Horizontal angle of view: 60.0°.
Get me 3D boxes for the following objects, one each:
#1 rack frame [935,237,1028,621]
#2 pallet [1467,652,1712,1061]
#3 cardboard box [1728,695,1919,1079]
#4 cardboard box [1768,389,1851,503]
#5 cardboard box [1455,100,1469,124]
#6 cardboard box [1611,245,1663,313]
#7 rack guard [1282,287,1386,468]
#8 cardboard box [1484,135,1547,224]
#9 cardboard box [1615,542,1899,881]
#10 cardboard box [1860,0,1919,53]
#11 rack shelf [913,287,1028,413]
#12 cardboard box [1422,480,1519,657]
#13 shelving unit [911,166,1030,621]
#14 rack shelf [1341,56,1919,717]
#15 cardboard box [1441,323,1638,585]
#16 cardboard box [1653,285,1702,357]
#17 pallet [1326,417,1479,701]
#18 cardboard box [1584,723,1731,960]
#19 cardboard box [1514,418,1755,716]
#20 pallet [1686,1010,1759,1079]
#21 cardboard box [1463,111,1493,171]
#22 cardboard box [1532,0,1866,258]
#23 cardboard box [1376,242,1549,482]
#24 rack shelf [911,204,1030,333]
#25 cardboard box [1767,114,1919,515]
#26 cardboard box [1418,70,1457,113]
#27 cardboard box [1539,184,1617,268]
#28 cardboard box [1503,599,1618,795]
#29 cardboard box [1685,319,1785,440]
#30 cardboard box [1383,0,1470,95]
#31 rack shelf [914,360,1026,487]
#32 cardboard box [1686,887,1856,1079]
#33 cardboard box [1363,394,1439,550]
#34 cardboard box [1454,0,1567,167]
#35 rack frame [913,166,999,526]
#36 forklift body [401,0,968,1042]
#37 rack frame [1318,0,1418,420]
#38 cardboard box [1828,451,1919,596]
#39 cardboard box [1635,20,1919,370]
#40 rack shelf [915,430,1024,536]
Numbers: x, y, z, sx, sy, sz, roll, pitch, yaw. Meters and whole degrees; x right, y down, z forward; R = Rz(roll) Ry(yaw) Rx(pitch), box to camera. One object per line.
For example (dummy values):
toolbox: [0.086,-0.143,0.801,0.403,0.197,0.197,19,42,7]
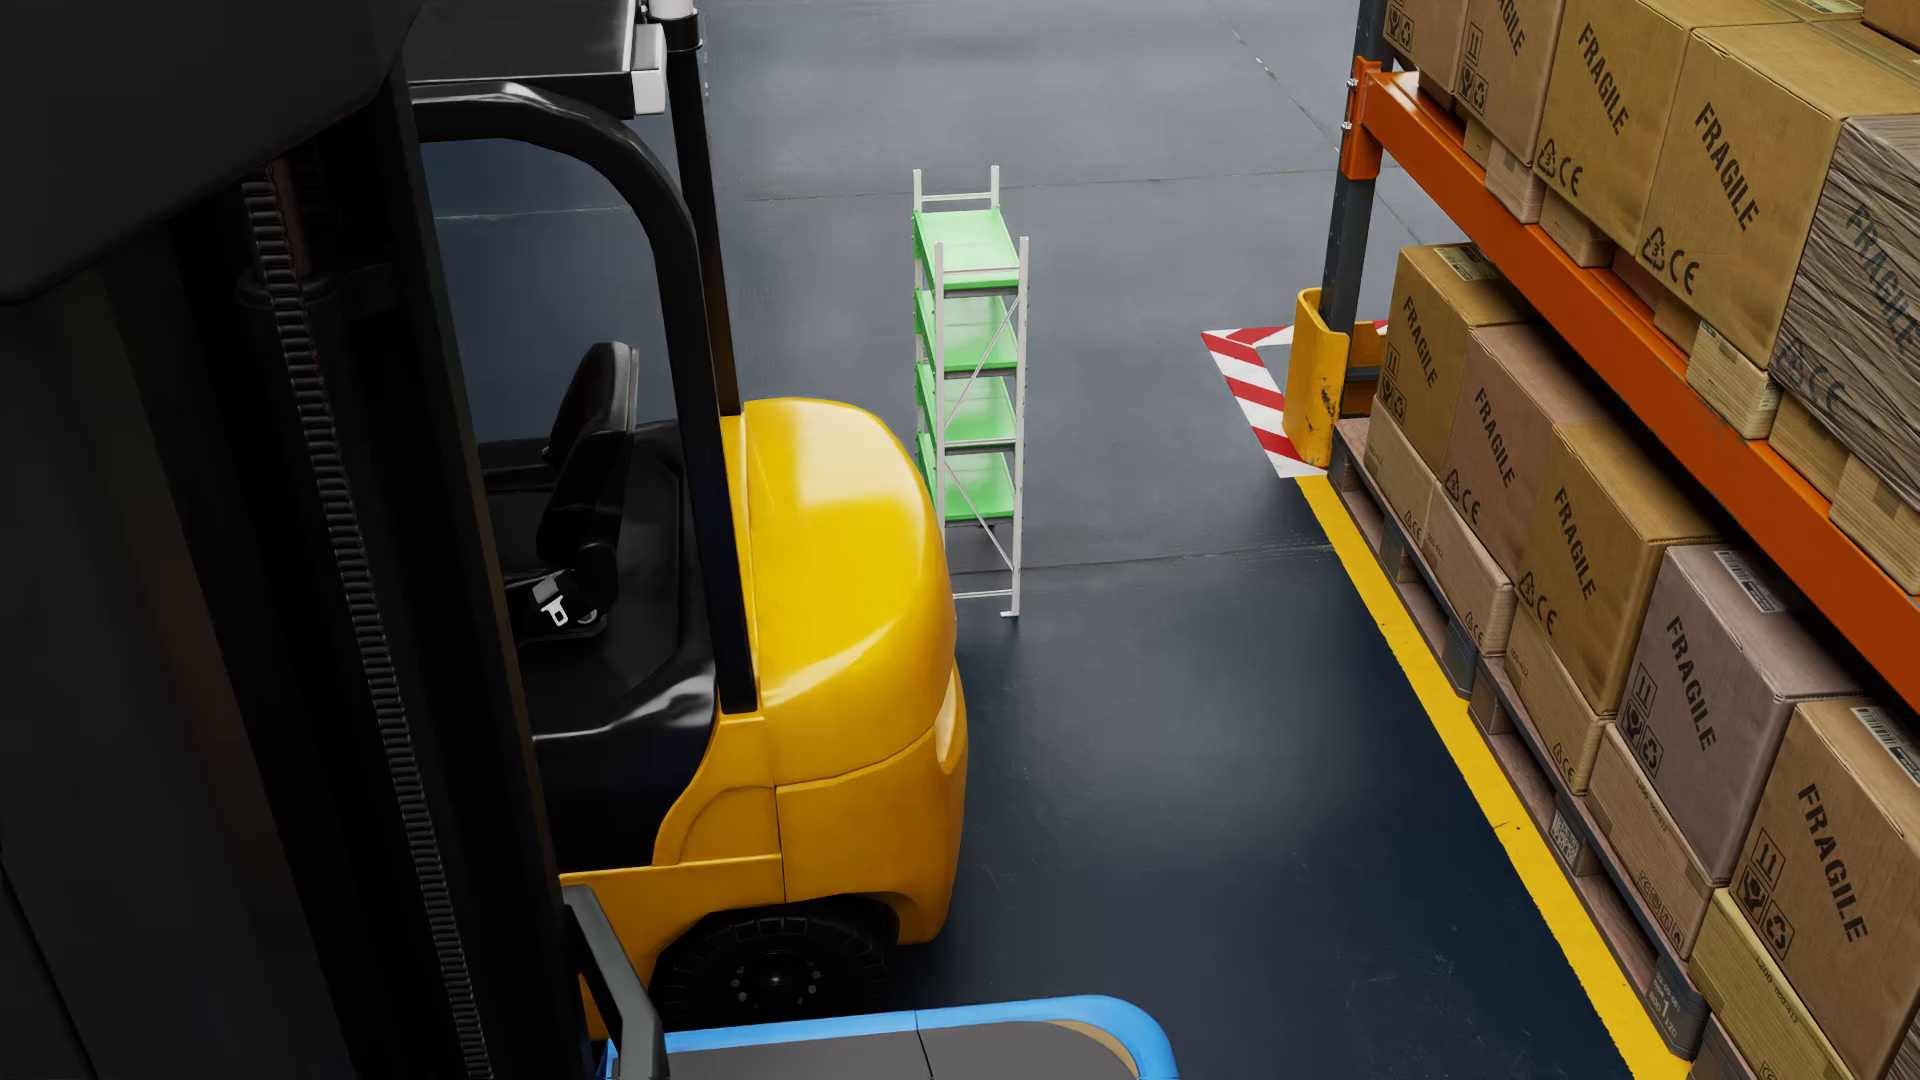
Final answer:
rack frame: [0.055,-0.267,4.577,0.240,1.200,0.015,-4,35,-6]
pallet: [1.959,0.668,4.082,1.003,0.211,1.213,-4,35,-6]
cardboard box: [1.836,0.630,3.065,0.500,0.500,0.500,-4,34,-6]
cardboard box: [1.762,-0.194,3.094,0.380,0.149,0.250,-5,35,-7]
cardboard box: [1.603,-1.213,4.589,0.380,0.149,0.250,-4,34,-6]
cardboard box: [1.710,-0.629,3.732,0.380,0.149,0.250,-3,34,-5]
rack guard: [1.724,-0.586,5.666,1.175,0.500,0.348,-4,35,-6]
cardboard box: [1.547,-0.913,4.150,0.380,0.149,0.250,-4,34,-6]
cardboard box: [1.767,0.345,3.483,0.500,0.500,0.500,-3,34,-4]
cardboard box: [2.160,-1.122,2.992,0.700,0.500,0.500,-5,35,-7]
rack shelf: [0.022,-0.549,4.677,0.258,0.148,0.480,-4,35,-6]
cardboard box: [1.610,0.058,4.571,0.500,0.250,0.500,-3,34,-5]
shelving unit: [0.022,-0.403,4.777,0.258,1.200,0.503,-4,35,-6]
rack shelf: [1.983,-0.248,3.589,1.077,0.370,4.000,-4,35,-6]
cardboard box: [1.627,-0.233,4.331,0.500,0.500,0.500,-6,35,-8]
cardboard box: [1.716,-0.479,3.513,0.380,0.149,0.250,-5,35,-8]
pallet: [1.798,-0.011,5.078,1.003,0.211,1.213,-4,35,-6]
cardboard box: [1.761,0.643,3.711,0.500,0.250,0.500,-4,34,-6]
cardboard box: [1.686,0.048,3.919,0.500,0.500,0.500,-4,34,-5]
pallet: [2.127,1.351,3.080,1.003,0.211,1.213,-4,35,-6]
cardboard box: [1.558,-1.059,4.363,0.380,0.149,0.250,-5,35,-8]
cardboard box: [1.646,-0.967,3.653,0.500,0.500,0.500,-5,35,-7]
cardboard box: [1.552,-0.524,4.759,0.500,0.500,0.500,-5,35,-8]
rack shelf: [0.022,-0.747,4.542,0.258,0.148,0.480,-4,35,-6]
cardboard box: [1.795,-0.399,2.819,0.500,0.500,0.500,-3,34,-5]
cardboard box: [1.555,-1.353,4.794,0.380,0.149,0.250,-4,35,-6]
cardboard box: [1.615,-0.772,3.942,0.380,0.149,0.250,-3,34,-5]
cardboard box: [1.696,0.361,4.125,0.500,0.250,0.500,-2,34,-3]
cardboard box: [1.692,-0.334,3.300,0.380,0.149,0.250,-4,34,-6]
cardboard box: [1.503,-1.540,4.494,0.500,0.500,0.500,-5,35,-7]
rack shelf: [0.022,-0.351,4.813,0.258,0.148,0.480,-4,35,-6]
cardboard box: [1.825,0.927,3.294,0.500,0.250,0.500,-5,35,-8]
cardboard box: [1.548,-0.228,4.989,0.500,0.250,0.500,-5,35,-7]
cardboard box: [1.576,-1.252,4.070,0.500,0.500,0.500,-3,34,-5]
rack frame: [-0.011,-0.540,4.976,0.240,1.200,0.015,-4,35,-6]
forklift body: [-1.141,-0.013,3.359,2.313,2.155,1.214,-4,35,-6]
rack frame: [1.714,-1.662,5.025,1.000,3.000,0.127,-4,35,-6]
cardboard box: [1.767,-0.049,2.881,0.380,0.149,0.250,-5,35,-7]
cardboard box: [1.722,-0.684,3.238,0.500,0.500,0.500,-5,35,-7]
rack shelf: [0.022,-0.152,4.948,0.258,0.148,0.480,-4,35,-6]
